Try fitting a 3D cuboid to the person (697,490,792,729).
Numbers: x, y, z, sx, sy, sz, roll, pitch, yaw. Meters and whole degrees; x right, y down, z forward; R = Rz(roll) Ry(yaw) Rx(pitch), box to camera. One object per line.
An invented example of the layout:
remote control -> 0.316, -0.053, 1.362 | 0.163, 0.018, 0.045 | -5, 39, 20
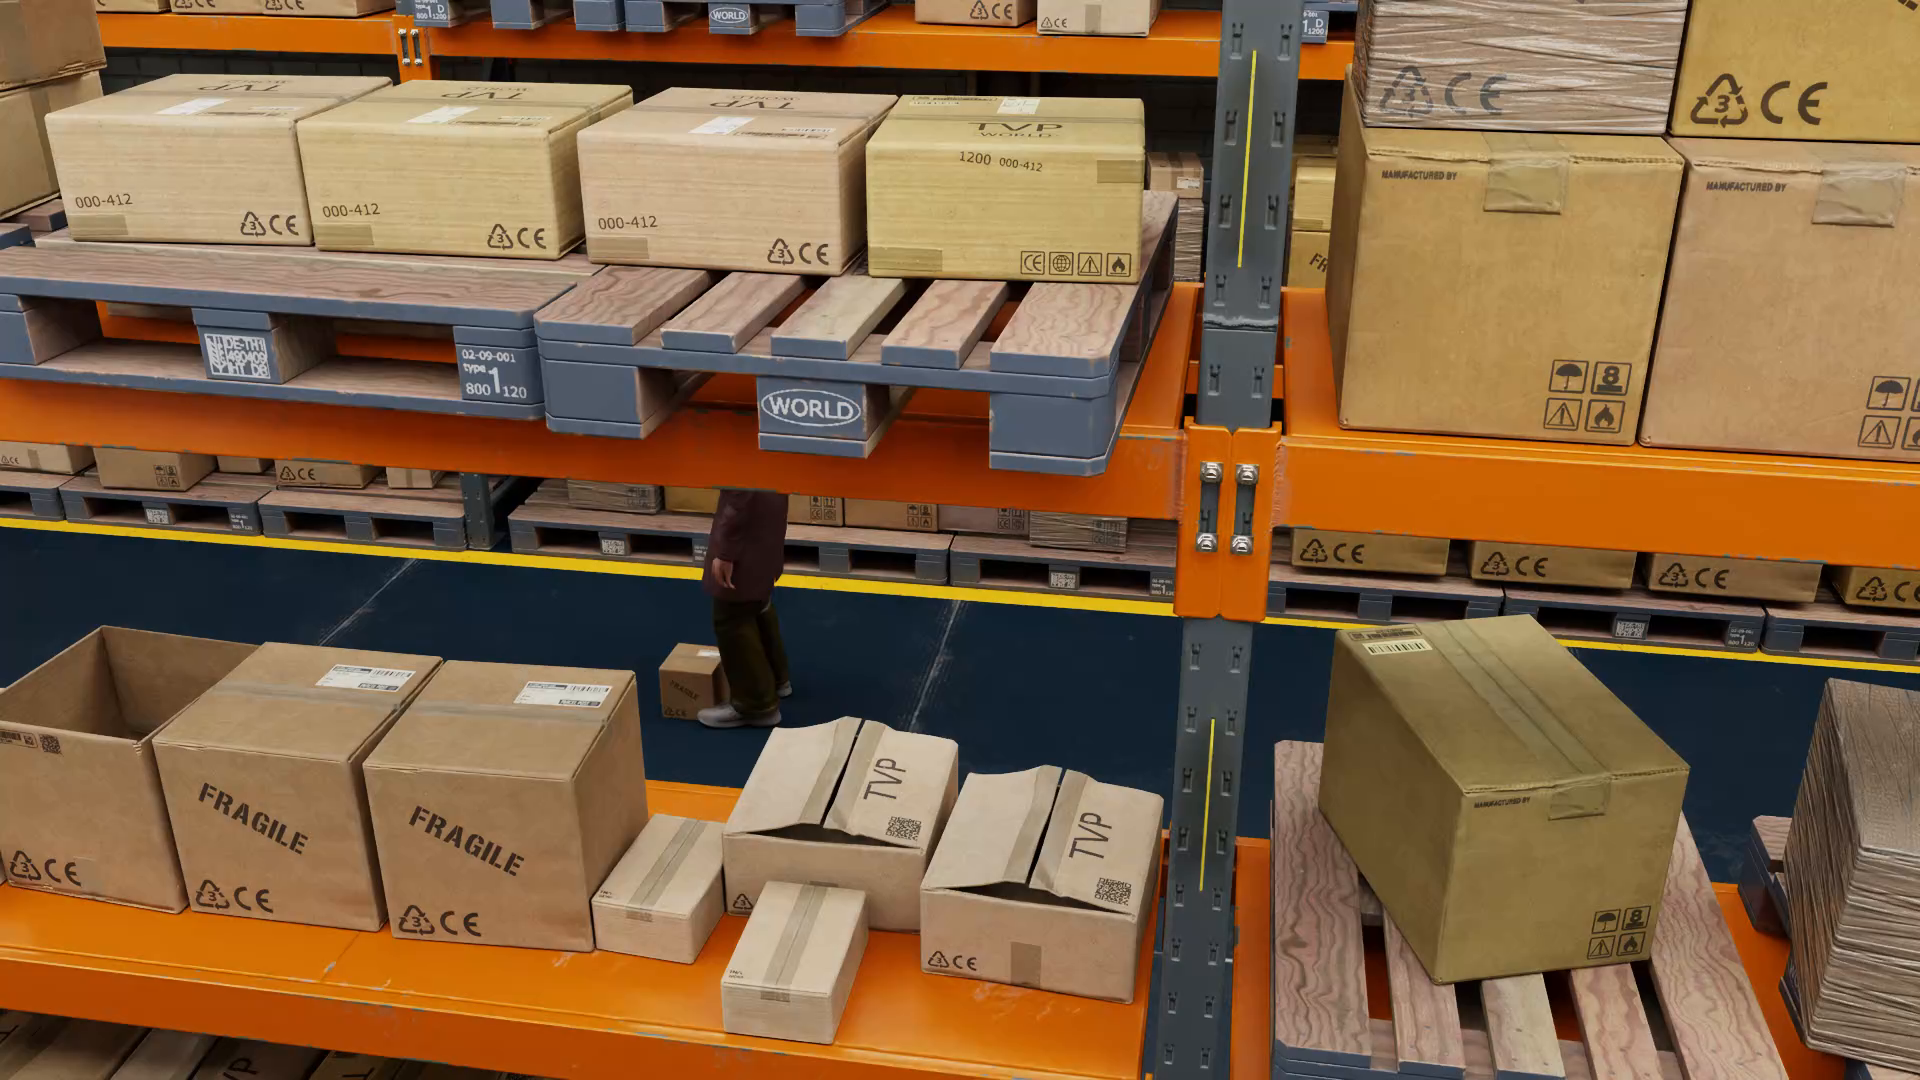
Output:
person -> -0.948, -0.031, 7.193 | 0.429, 1.772, 0.644 | 3, 25, 6
